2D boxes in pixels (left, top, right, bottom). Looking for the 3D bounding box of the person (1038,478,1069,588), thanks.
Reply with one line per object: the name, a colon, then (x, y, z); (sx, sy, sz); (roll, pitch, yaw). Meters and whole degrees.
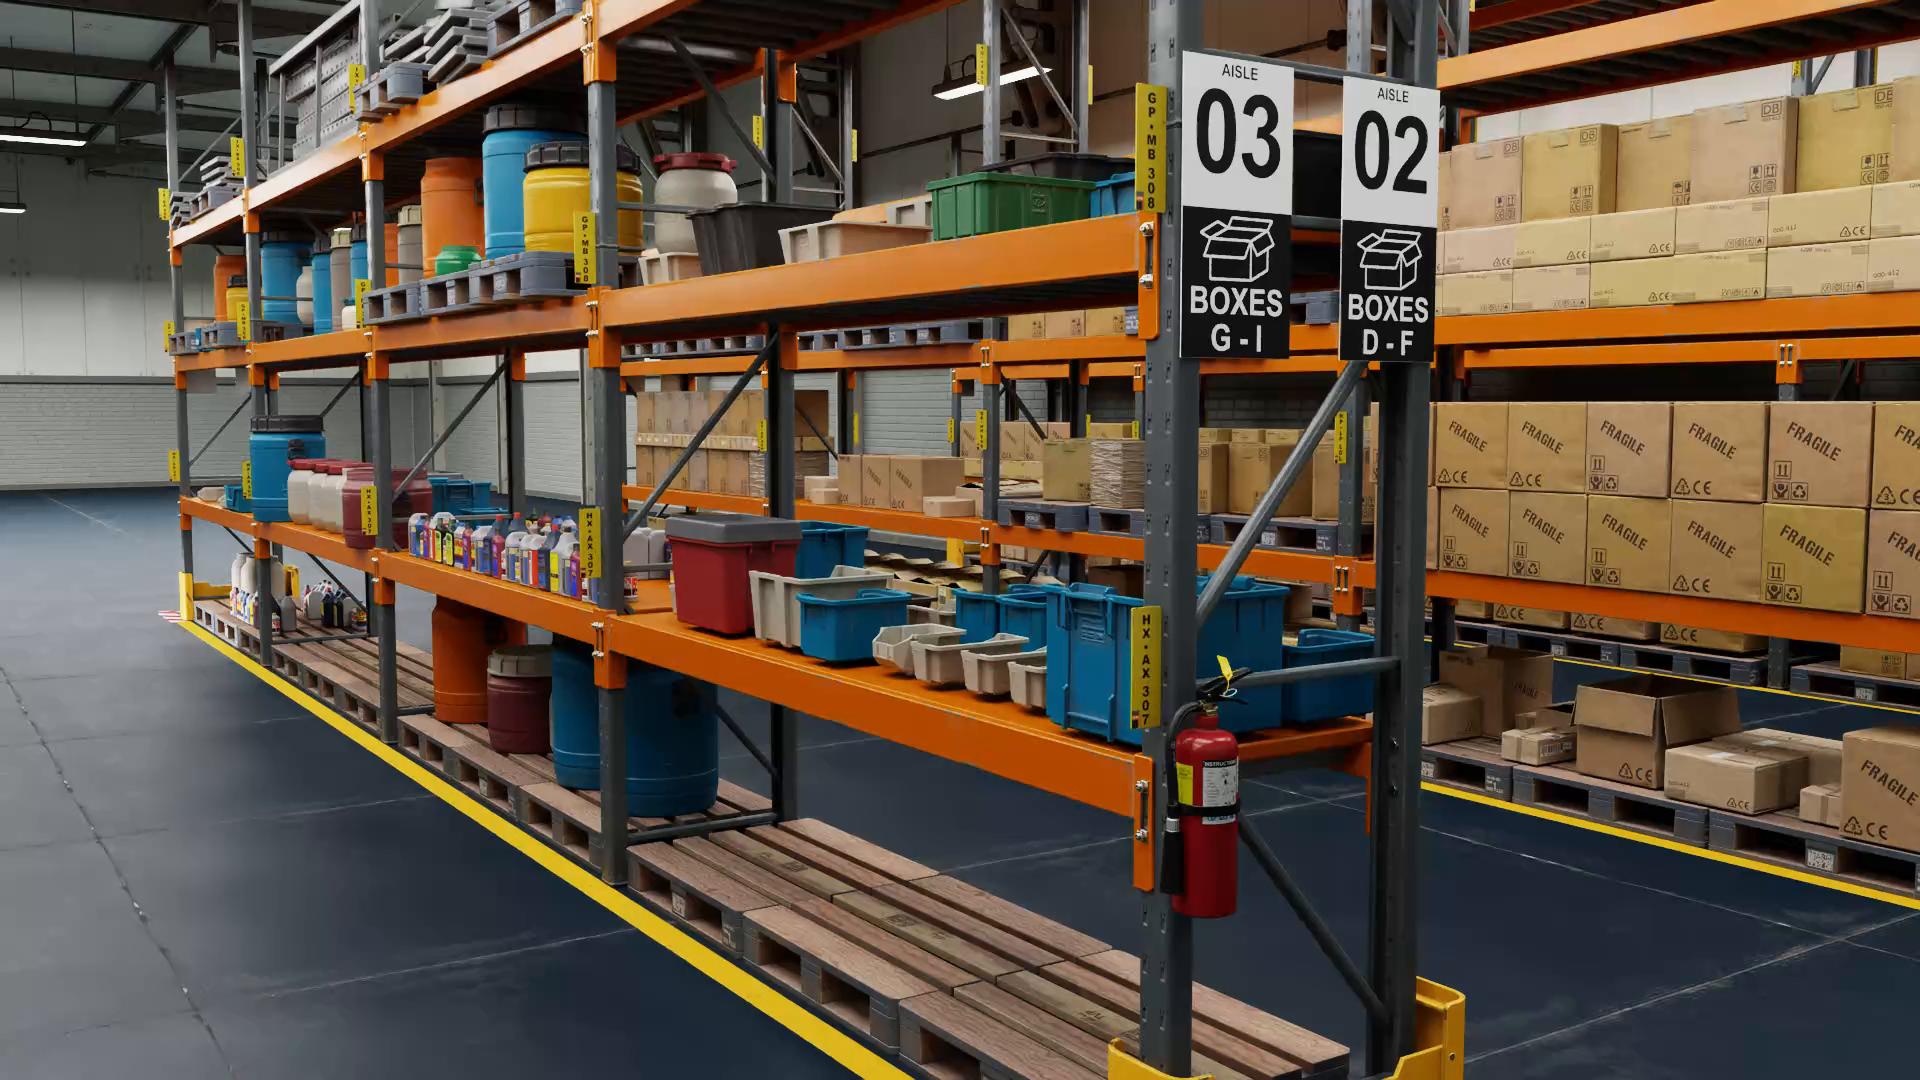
person: (1.210, -0.123, 18.904); (0.578, 1.761, 0.504); (-3, 6, -33)
